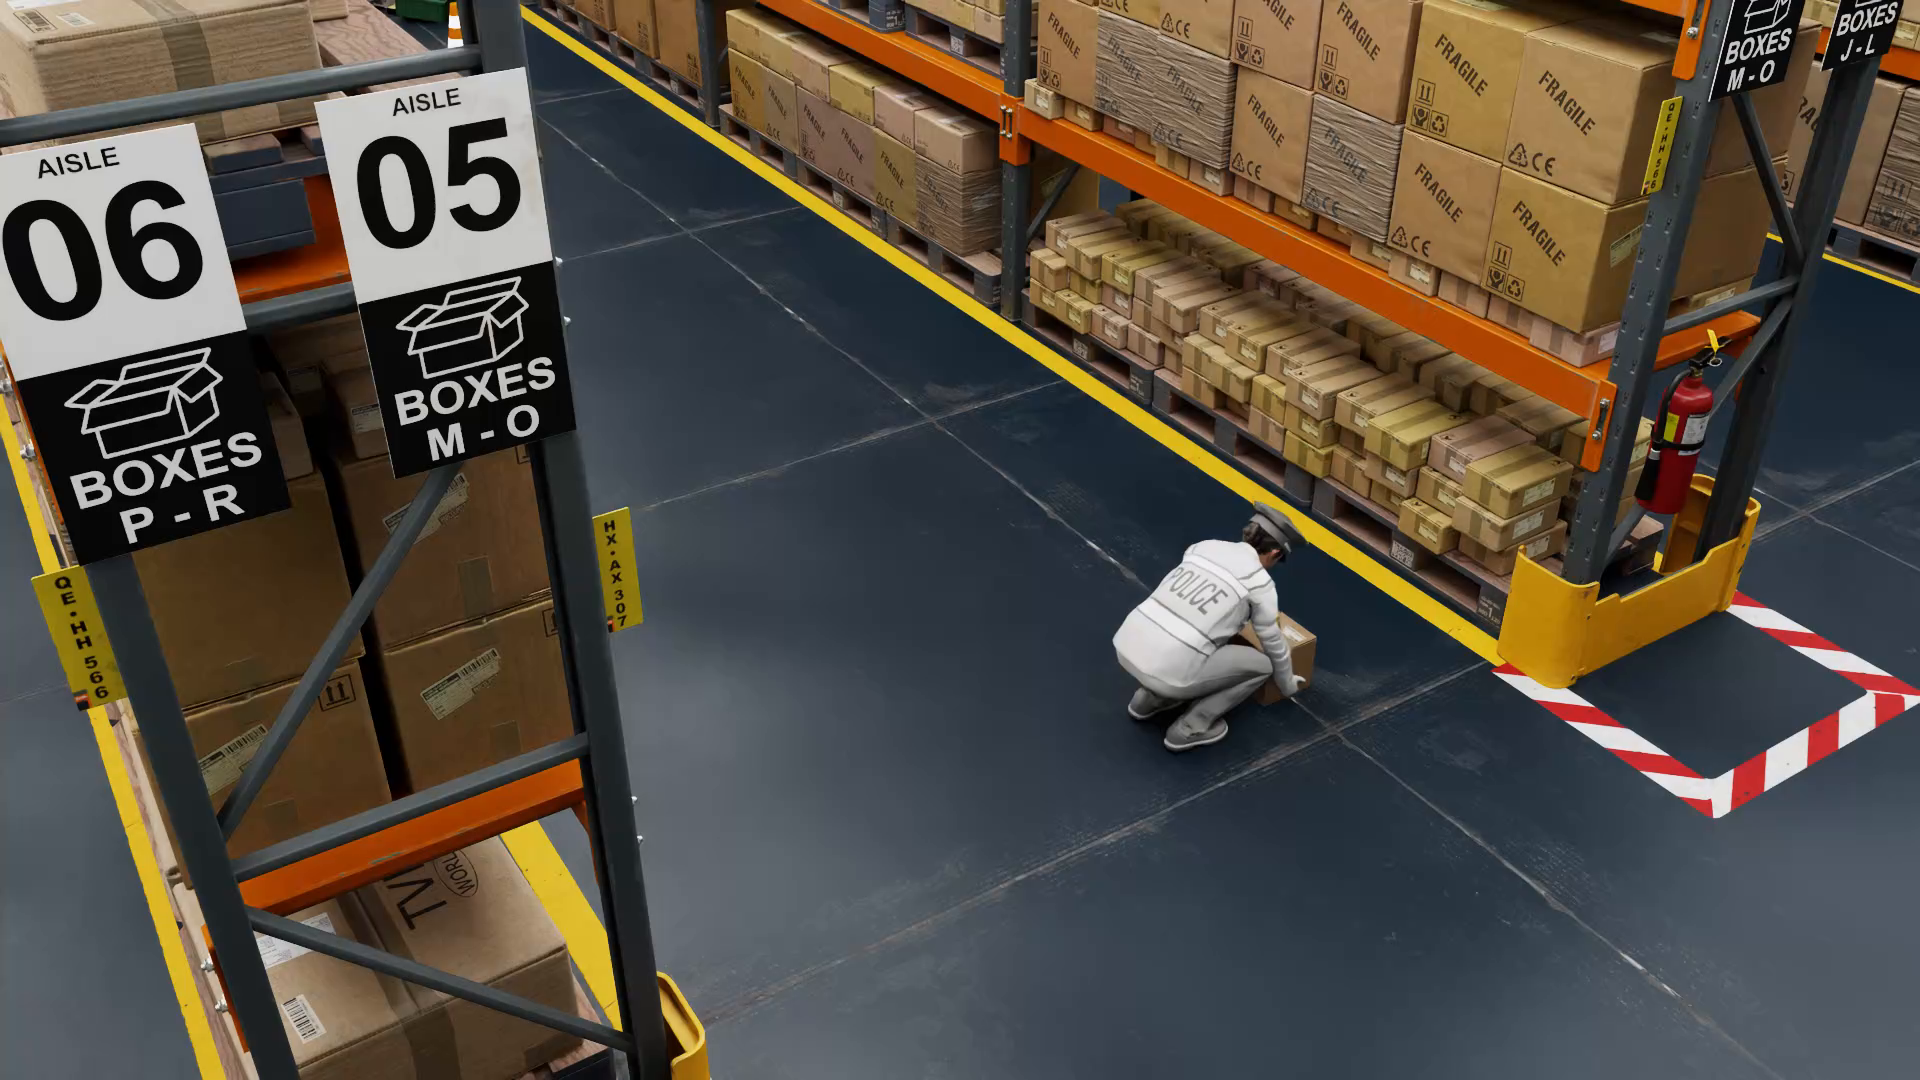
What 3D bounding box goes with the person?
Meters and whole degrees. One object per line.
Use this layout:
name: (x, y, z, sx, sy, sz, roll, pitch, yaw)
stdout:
person: (0.983, 0.332, 6.414, 0.863, 0.849, 0.477, -19, 37, -27)
